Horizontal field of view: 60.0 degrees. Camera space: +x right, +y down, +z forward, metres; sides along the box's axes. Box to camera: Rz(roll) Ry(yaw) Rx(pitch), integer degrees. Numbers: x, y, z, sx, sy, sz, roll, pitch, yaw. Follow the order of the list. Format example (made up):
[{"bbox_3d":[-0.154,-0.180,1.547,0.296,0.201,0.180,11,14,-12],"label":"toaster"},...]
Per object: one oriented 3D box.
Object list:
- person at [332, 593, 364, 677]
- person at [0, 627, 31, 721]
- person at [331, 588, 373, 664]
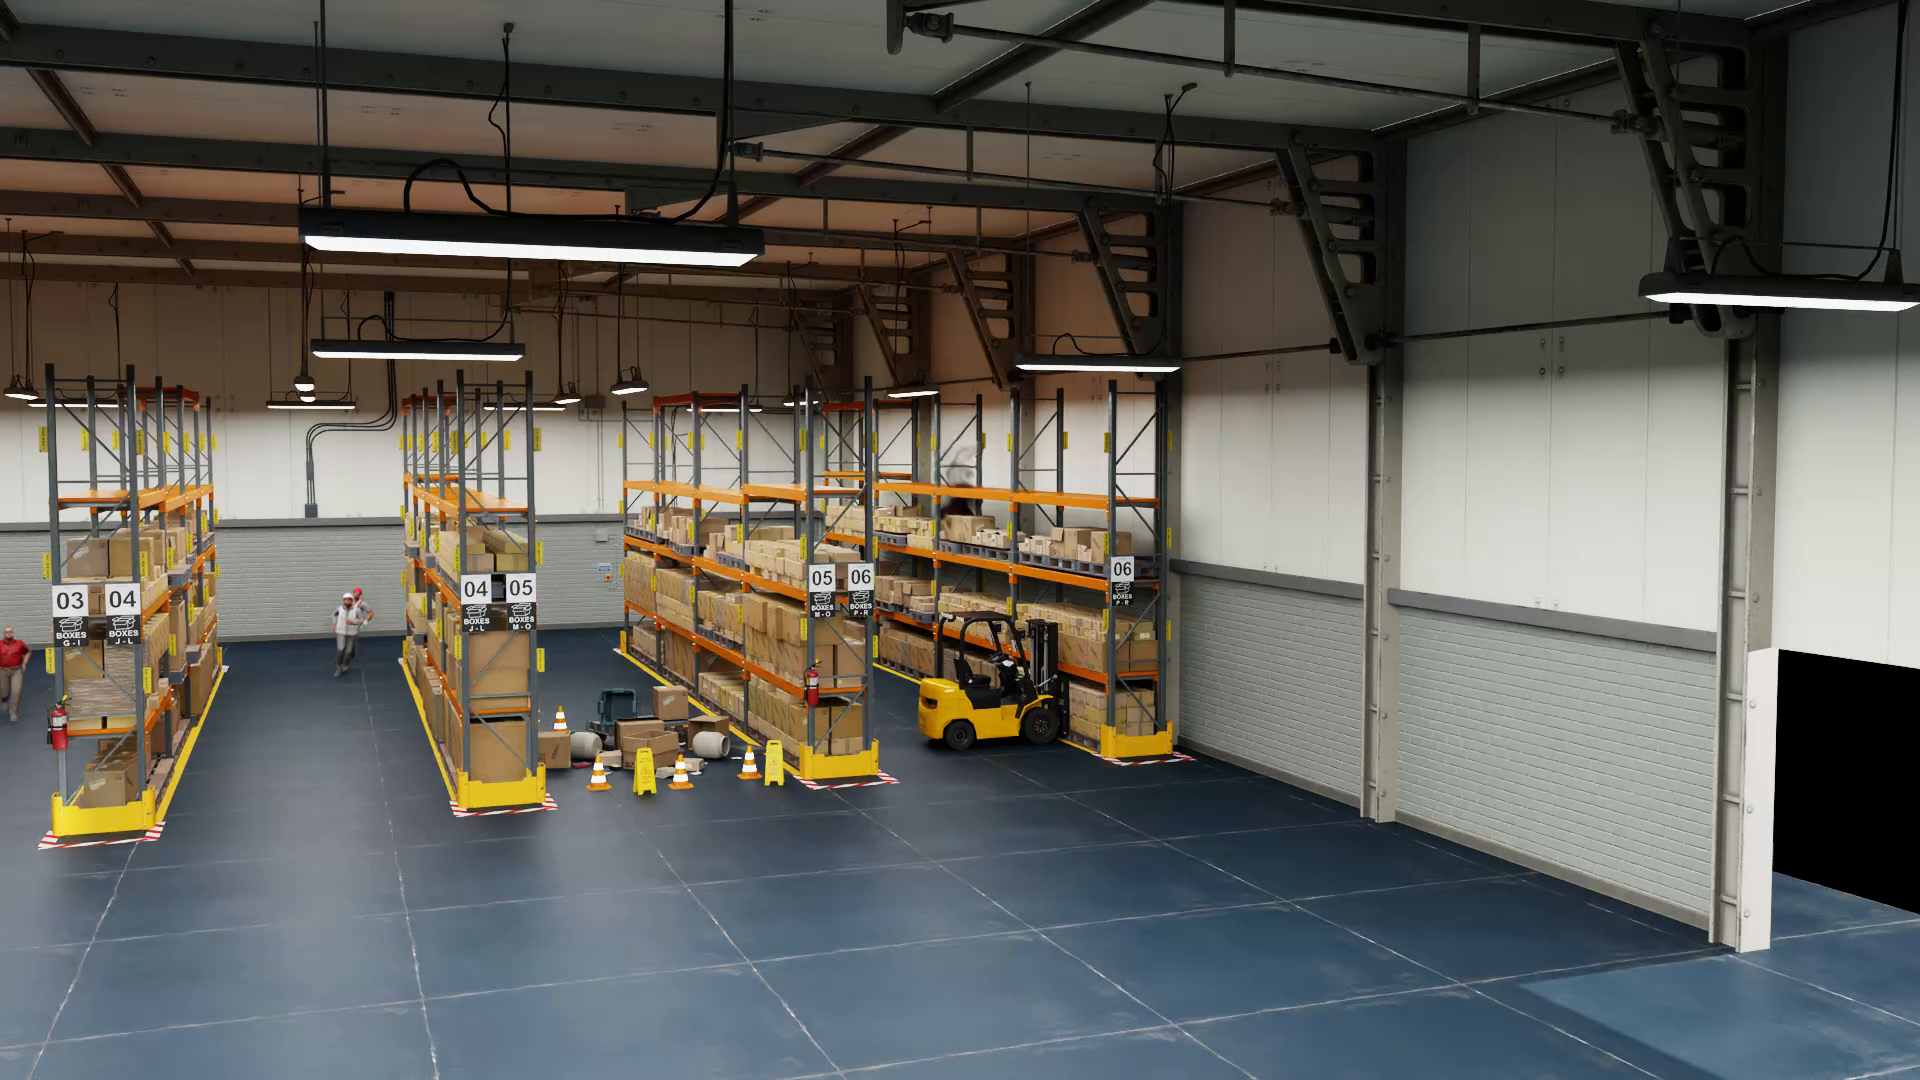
[{"bbox_3d":[-13.181,2.040,35.827,0.644,1.812,0.687,-1,4,-21],"label":"person"},{"bbox_3d":[-17.186,2.408,30.093,0.672,1.691,0.679,-2,4,-34],"label":"person"},{"bbox_3d":[-13.916,1.944,37.851,0.790,1.731,0.801,3,4,38],"label":"person"}]
